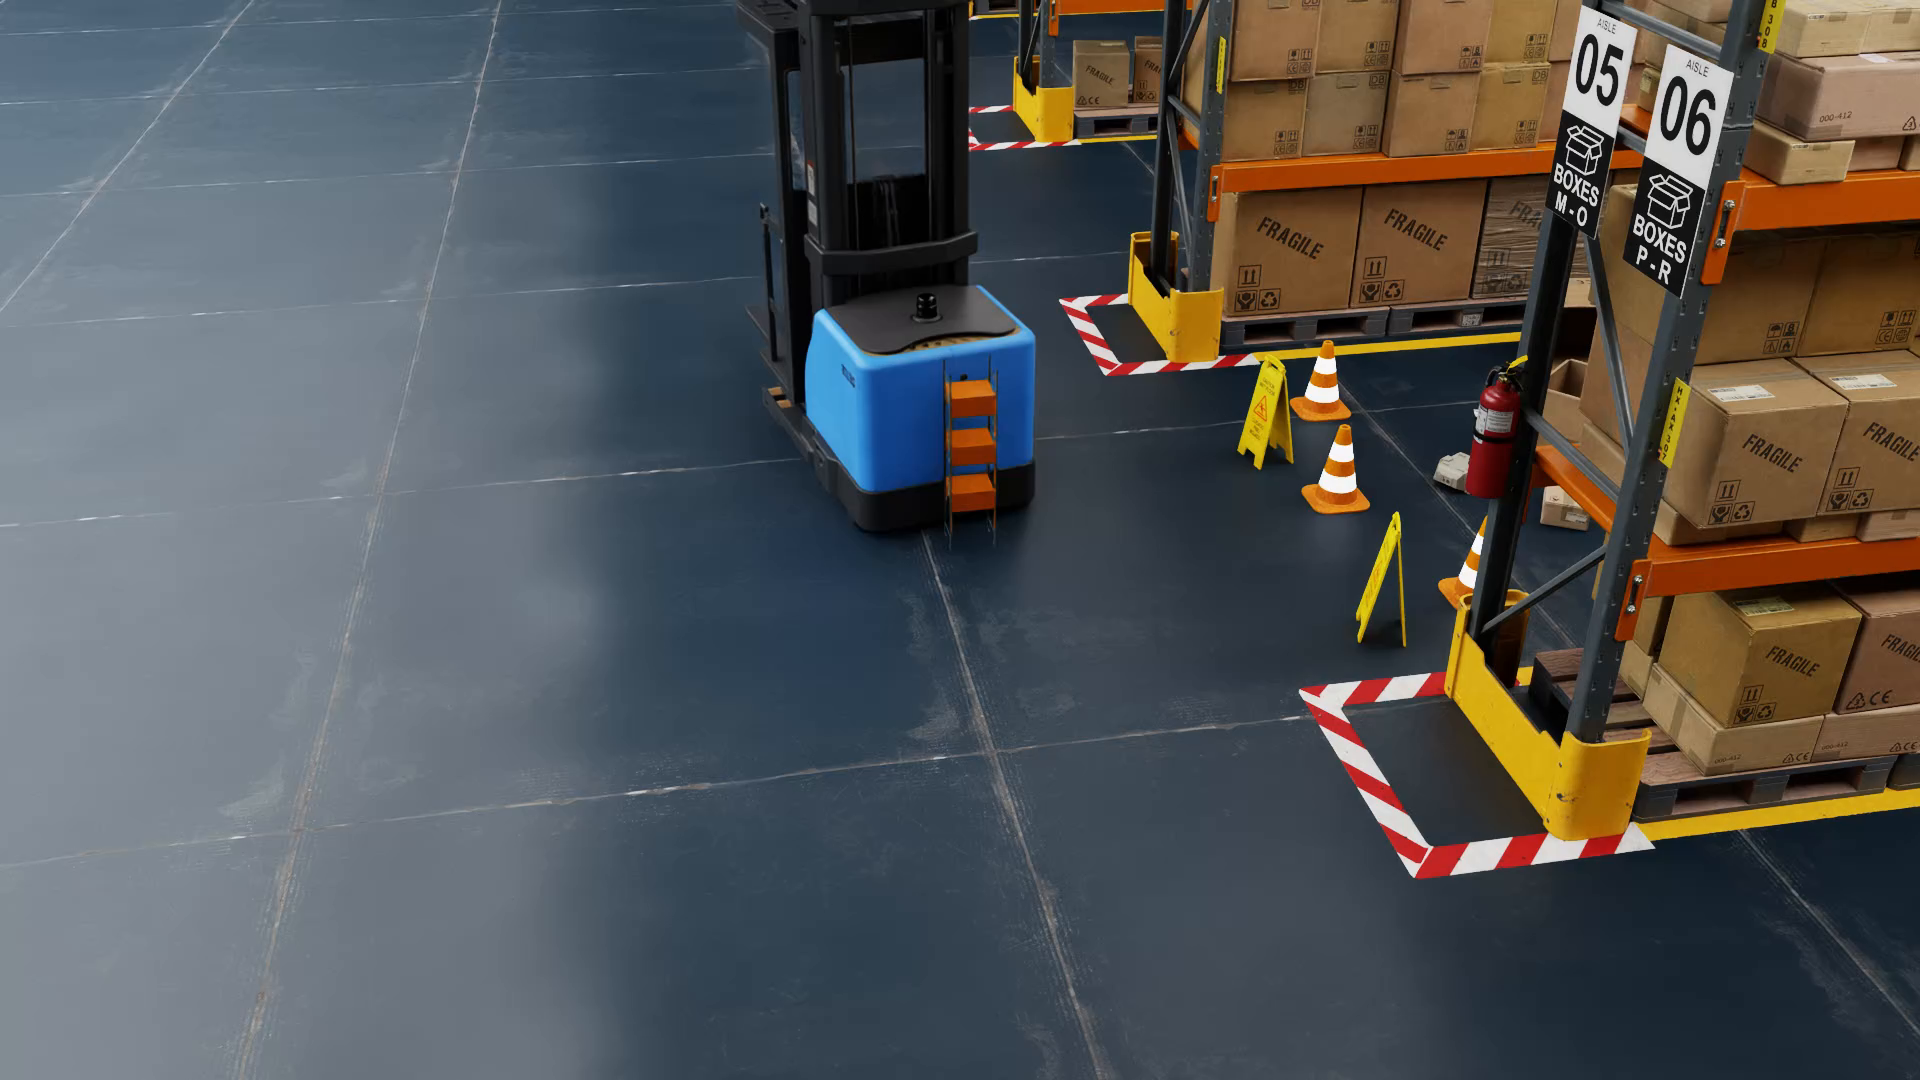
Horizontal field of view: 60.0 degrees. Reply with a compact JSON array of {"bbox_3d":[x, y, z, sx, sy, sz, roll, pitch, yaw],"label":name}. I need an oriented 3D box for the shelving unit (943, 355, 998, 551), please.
[{"bbox_3d":[0.053,-0.457,8.882,0.252,1.050,0.215,-6,31,-9],"label":"shelving unit"}]

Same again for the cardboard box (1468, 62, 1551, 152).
[{"bbox_3d":[3.487,-3.021,11.170,0.500,0.550,0.875,-5,31,-9],"label":"cardboard box"}]

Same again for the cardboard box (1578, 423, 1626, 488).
[{"bbox_3d":[2.826,-0.355,7.032,0.250,0.149,0.380,-4,31,-7],"label":"cardboard box"}]

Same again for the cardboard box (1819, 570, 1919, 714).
[{"bbox_3d":[3.877,0.371,7.109,0.500,0.500,0.500,-6,31,-11],"label":"cardboard box"}]

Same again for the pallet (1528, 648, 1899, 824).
[{"bbox_3d":[3.377,0.816,7.544,1.213,0.211,1.003,-5,31,-9],"label":"pallet"}]

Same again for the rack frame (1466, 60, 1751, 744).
[{"bbox_3d":[2.497,-0.322,6.729,0.127,3.000,1.000,-5,31,-9],"label":"rack frame"}]

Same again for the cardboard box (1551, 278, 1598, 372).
[{"bbox_3d":[4.098,-1.416,11.053,0.500,0.500,0.500,0,30,0],"label":"cardboard box"}]

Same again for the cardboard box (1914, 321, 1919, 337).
[{"bbox_3d":[3.942,-1.220,6.878,0.500,0.500,0.700,-6,31,-10],"label":"cardboard box"}]

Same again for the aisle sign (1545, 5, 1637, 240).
[{"bbox_3d":[2.383,-1.582,6.306,0.004,0.787,0.394,-5,31,-9],"label":"aisle sign"}]

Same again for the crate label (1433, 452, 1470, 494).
[{"bbox_3d":[2.915,-0.396,9.678,0.298,0.136,0.250,-23,38,-34],"label":"crate label"}]

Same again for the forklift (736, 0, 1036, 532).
[{"bbox_3d":[-0.599,-2.041,9.720,1.130,2.935,3.031,-12,32,-19],"label":"forklift"}]

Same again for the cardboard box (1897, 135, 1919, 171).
[{"bbox_3d":[3.390,-1.451,5.937,0.250,0.149,0.380,-4,31,-8],"label":"cardboard box"}]

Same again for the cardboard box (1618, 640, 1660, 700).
[{"bbox_3d":[3.267,0.472,7.677,0.500,0.250,0.500,-5,31,-9],"label":"cardboard box"}]

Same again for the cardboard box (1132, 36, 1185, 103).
[{"bbox_3d":[1.911,-4.487,15.863,0.500,0.500,0.500,2,31,4],"label":"cardboard box"}]

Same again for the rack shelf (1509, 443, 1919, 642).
[{"bbox_3d":[4.464,-0.195,7.222,4.000,0.370,1.077,-5,31,-9],"label":"rack shelf"}]

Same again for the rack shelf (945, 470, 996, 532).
[{"bbox_3d":[0.053,-0.208,9.028,0.240,0.259,0.215,-6,31,-9],"label":"rack shelf"}]

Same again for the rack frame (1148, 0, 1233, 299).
[{"bbox_3d":[1.506,-2.781,10.910,0.127,3.000,1.000,-5,31,-9],"label":"rack frame"}]

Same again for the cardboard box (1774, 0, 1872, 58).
[{"bbox_3d":[2.883,-1.781,5.712,0.250,0.149,0.380,-6,31,-9],"label":"cardboard box"}]

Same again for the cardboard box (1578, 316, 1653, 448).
[{"bbox_3d":[2.981,-0.680,6.946,0.500,0.500,0.500,-6,31,-10],"label":"cardboard box"}]

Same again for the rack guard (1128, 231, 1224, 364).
[{"bbox_3d":[1.482,-1.701,11.540,0.348,0.500,1.175,-5,31,-9],"label":"rack guard"}]

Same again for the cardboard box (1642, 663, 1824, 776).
[{"bbox_3d":[3.340,0.746,7.210,0.500,0.250,0.500,-6,31,-9],"label":"cardboard box"}]

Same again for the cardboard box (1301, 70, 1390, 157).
[{"bbox_3d":[2.399,-2.963,11.072,0.550,0.550,0.875,-5,31,-9],"label":"cardboard box"}]

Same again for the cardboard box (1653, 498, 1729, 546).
[{"bbox_3d":[2.868,-0.142,6.670,0.250,0.149,0.380,-5,31,-9],"label":"cardboard box"}]

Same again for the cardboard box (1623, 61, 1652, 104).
[{"bbox_3d":[4.542,-3.110,11.321,0.550,0.550,0.875,-5,31,-9],"label":"cardboard box"}]

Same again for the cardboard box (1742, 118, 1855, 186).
[{"bbox_3d":[2.881,-1.375,5.808,0.250,0.149,0.380,-5,31,-9],"label":"cardboard box"}]

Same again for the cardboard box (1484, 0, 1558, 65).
[{"bbox_3d":[3.475,-3.518,10.951,0.500,0.550,0.875,-5,31,-9],"label":"cardboard box"}]

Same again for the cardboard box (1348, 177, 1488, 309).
[{"bbox_3d":[3.026,-2.222,11.642,0.875,0.875,0.875,-6,31,-10],"label":"cardboard box"}]

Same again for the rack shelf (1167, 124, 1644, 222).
[{"bbox_3d":[3.473,-2.653,11.403,4.000,0.370,1.077,-5,31,-9],"label":"rack shelf"}]

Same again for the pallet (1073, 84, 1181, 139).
[{"bbox_3d":[1.592,-4.125,15.946,1.213,0.211,1.003,-5,31,-9],"label":"pallet"}]

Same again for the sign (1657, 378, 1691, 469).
[{"bbox_3d":[2.594,-0.425,6.049,0.005,0.325,0.100,-5,31,-9],"label":"sign"}]

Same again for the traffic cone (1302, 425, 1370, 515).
[{"bbox_3d":[2.153,-0.433,9.421,0.334,0.463,0.336,-5,31,-9],"label":"traffic cone"}]

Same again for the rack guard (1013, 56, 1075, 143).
[{"bbox_3d":[0.786,-4.193,15.777,0.348,0.500,1.175,-5,31,-9],"label":"rack guard"}]

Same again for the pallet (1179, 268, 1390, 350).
[{"bbox_3d":[2.278,-1.691,11.808,1.213,0.211,1.003,-5,31,-9],"label":"pallet"}]

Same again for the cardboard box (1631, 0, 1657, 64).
[{"bbox_3d":[4.551,-3.552,11.008,0.550,0.550,0.875,-5,31,-9],"label":"cardboard box"}]

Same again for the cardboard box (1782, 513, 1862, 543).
[{"bbox_3d":[3.389,-0.156,6.693,0.250,0.149,0.380,-6,31,-11],"label":"cardboard box"}]

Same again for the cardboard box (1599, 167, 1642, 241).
[{"bbox_3d":[4.809,-2.389,11.925,0.875,0.875,0.875,-5,31,-8],"label":"cardboard box"}]

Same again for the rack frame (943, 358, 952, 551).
[{"bbox_3d":[-0.067,-0.446,8.862,0.008,1.050,0.200,-6,31,-9],"label":"rack frame"}]

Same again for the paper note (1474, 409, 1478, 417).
[{"bbox_3d":[3.313,-0.793,10.461,0.142,0.017,0.144,5,31,8],"label":"paper note"}]

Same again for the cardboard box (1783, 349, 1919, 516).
[{"bbox_3d":[3.521,-0.447,6.550,0.500,0.500,0.500,-4,31,-7],"label":"cardboard box"}]

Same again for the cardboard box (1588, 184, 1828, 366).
[{"bbox_3d":[2.960,-1.080,6.639,0.500,0.500,0.700,-6,31,-10],"label":"cardboard box"}]

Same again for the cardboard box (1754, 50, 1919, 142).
[{"bbox_3d":[3.039,-1.592,5.783,0.500,0.250,0.500,-6,31,-10],"label":"cardboard box"}]

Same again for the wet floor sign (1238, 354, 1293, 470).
[{"bbox_3d":[1.834,-0.776,9.824,0.232,0.644,0.267,-11,32,-17],"label":"wet floor sign"}]

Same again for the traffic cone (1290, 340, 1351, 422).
[{"bbox_3d":[2.284,-1.028,10.432,0.334,0.463,0.336,-5,31,-9],"label":"traffic cone"}]

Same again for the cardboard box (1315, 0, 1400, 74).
[{"bbox_3d":[2.402,-3.422,10.787,0.550,0.550,0.875,-5,31,-9],"label":"cardboard box"}]
